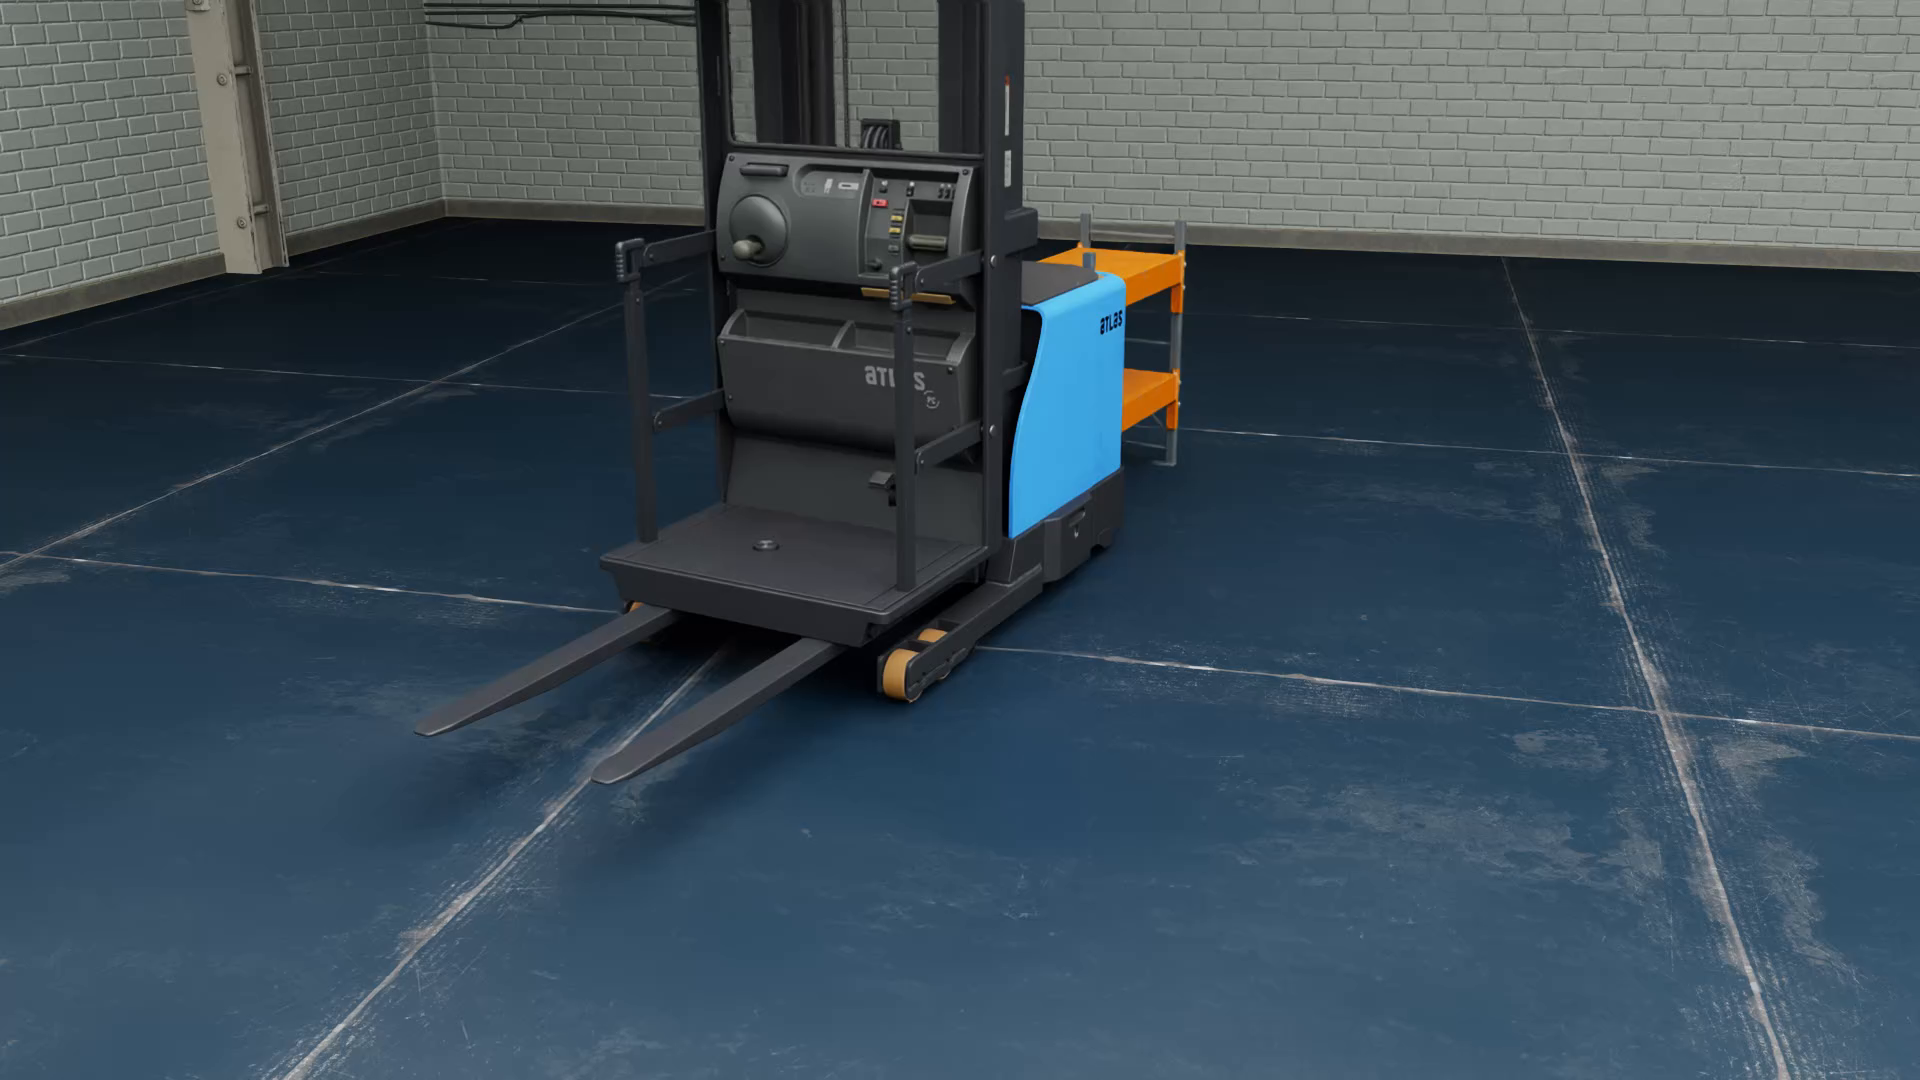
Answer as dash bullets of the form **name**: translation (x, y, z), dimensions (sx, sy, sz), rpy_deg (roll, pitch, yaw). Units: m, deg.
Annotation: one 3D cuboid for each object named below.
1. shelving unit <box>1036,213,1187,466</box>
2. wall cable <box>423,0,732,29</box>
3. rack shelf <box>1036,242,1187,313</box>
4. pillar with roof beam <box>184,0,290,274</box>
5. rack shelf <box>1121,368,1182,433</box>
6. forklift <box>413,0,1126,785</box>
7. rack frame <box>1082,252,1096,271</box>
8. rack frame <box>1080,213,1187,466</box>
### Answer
- **shelving unit**: translation (0.539, -0.771, 7.204), dimensions (0.538, 1.125, 1.048), rpy_deg (10, 21, 26)
- **wall cable**: translation (-3.407, -5.692, 14.234), dimensions (3.097, 2.526, 0.112), rpy_deg (5, 19, 13)
- **rack shelf**: translation (0.539, -1.048, 7.109), dimensions (0.538, 0.278, 1.000), rpy_deg (10, 21, 26)
- **pillar with roof beam**: translation (-1.234, -6.002, 10.339), dimensions (9.100, 9.000, 0.400), rpy_deg (5, 19, 13)
- **rack shelf**: translation (0.539, -0.539, 7.283), dimensions (0.538, 0.278, 1.000), rpy_deg (10, 21, 26)
- **forklift**: translation (-0.481, -1.044, 5.210), dimensions (1.130, 2.935, 3.031), rpy_deg (10, 21, 26)
- **rack frame**: translation (0.303, -0.625, 6.777), dimensions (0.500, 1.125, 0.032), rpy_deg (10, 21, 26)
- **rack frame**: translation (0.774, -0.916, 7.630), dimensions (0.500, 1.125, 0.032), rpy_deg (10, 21, 26)
